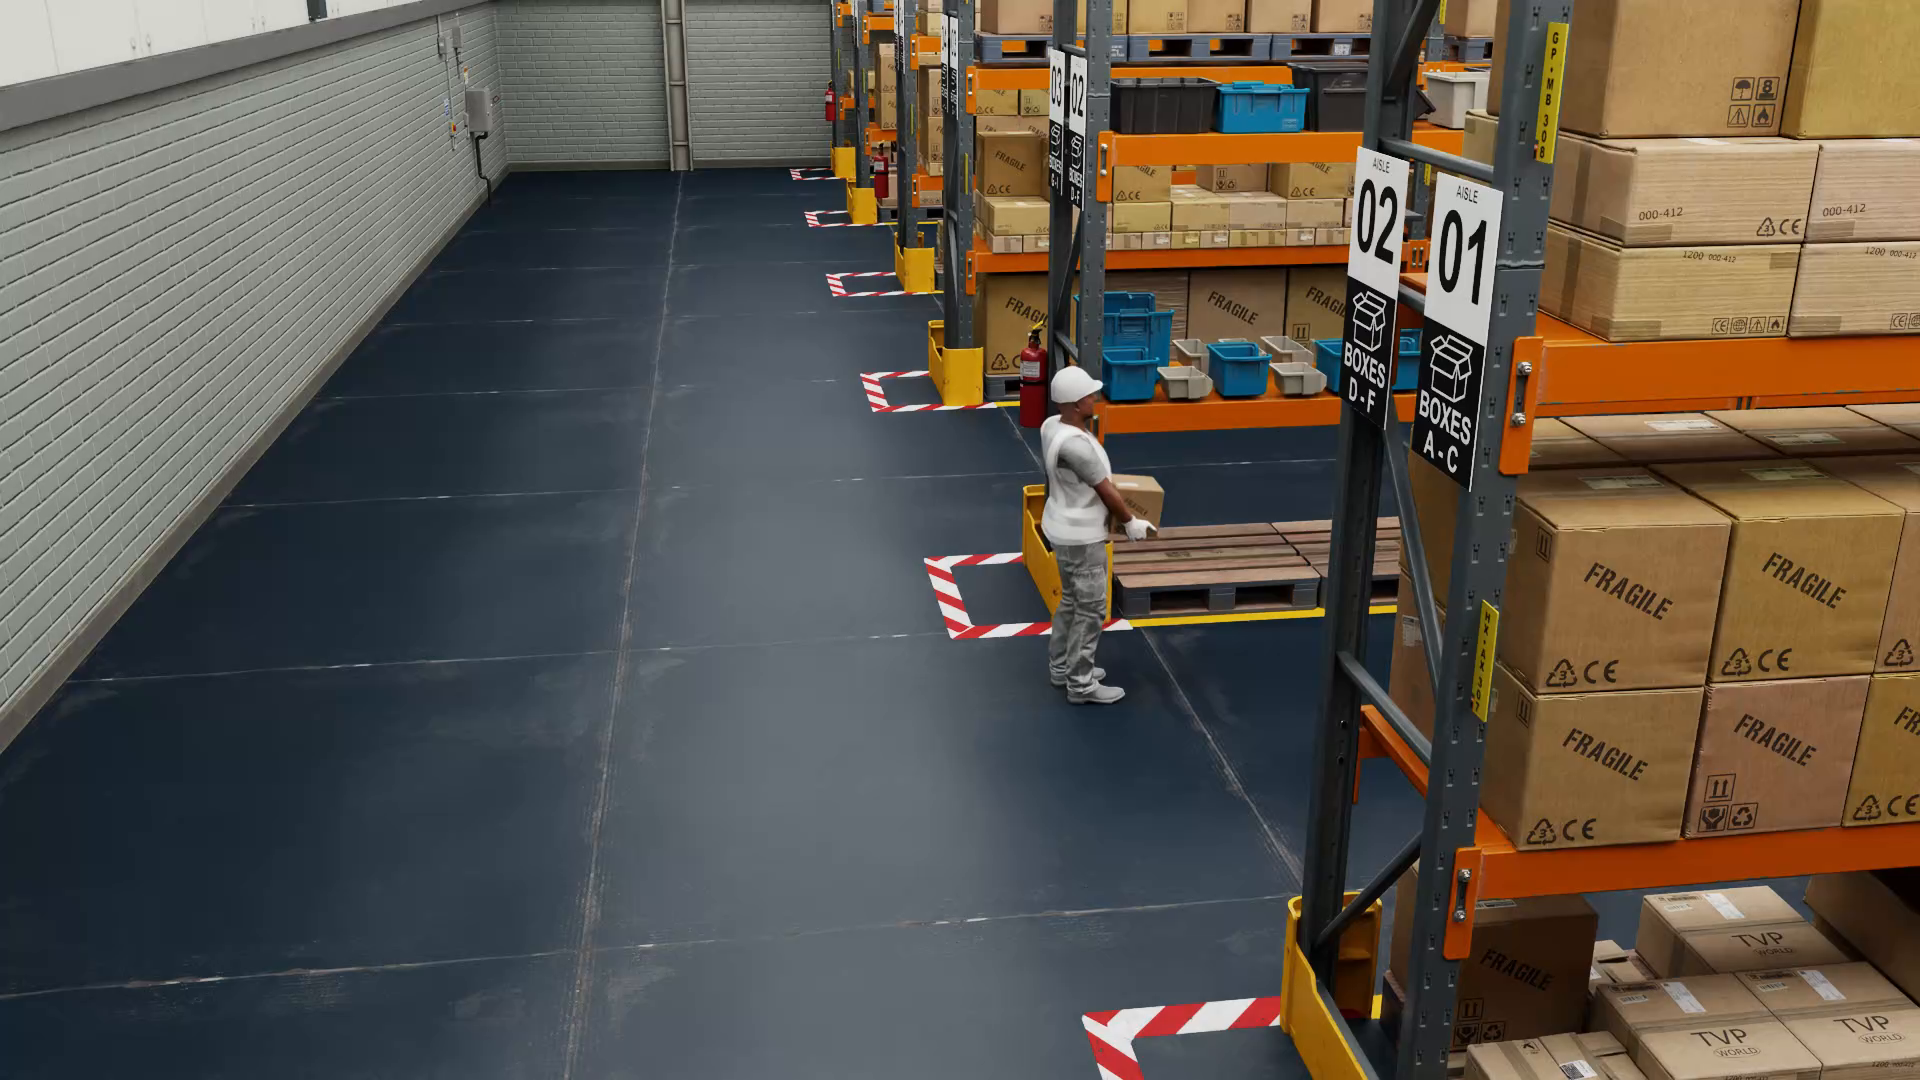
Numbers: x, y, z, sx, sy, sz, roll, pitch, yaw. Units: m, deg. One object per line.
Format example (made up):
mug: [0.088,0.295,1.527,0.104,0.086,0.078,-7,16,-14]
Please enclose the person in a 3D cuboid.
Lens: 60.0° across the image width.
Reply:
person: [0.707,-0.032,8.637,0.569,1.779,0.488,-2,20,-7]
